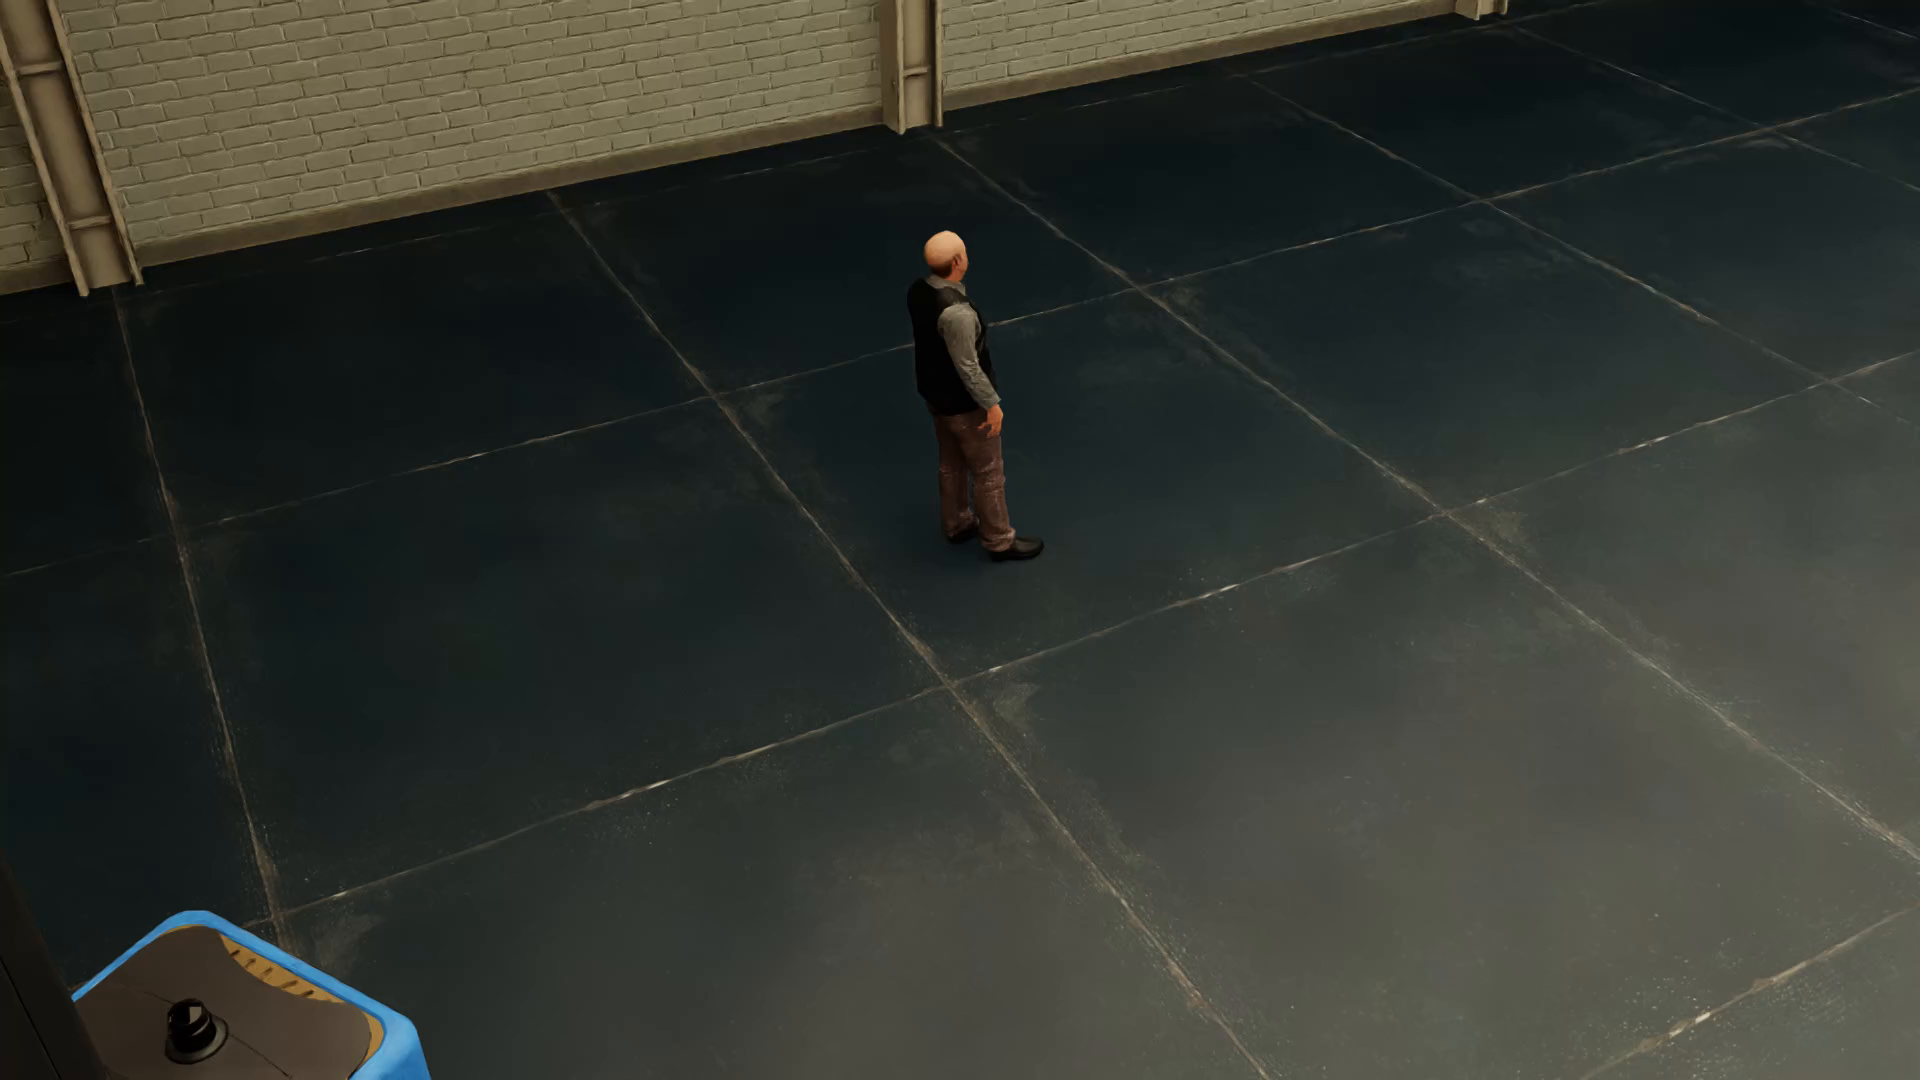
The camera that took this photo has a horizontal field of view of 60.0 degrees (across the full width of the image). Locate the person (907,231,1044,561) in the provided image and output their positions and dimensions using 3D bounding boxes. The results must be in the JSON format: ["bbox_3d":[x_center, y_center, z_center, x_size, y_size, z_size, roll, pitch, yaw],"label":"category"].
[{"bbox_3d":[0.059,-0.722,8.179,0.567,1.720,0.632,-17,39,-23],"label":"person"}]

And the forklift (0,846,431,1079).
[{"bbox_3d":[-2.720,1.690,3.732,1.130,2.935,3.031,18,39,24],"label":"forklift"}]
